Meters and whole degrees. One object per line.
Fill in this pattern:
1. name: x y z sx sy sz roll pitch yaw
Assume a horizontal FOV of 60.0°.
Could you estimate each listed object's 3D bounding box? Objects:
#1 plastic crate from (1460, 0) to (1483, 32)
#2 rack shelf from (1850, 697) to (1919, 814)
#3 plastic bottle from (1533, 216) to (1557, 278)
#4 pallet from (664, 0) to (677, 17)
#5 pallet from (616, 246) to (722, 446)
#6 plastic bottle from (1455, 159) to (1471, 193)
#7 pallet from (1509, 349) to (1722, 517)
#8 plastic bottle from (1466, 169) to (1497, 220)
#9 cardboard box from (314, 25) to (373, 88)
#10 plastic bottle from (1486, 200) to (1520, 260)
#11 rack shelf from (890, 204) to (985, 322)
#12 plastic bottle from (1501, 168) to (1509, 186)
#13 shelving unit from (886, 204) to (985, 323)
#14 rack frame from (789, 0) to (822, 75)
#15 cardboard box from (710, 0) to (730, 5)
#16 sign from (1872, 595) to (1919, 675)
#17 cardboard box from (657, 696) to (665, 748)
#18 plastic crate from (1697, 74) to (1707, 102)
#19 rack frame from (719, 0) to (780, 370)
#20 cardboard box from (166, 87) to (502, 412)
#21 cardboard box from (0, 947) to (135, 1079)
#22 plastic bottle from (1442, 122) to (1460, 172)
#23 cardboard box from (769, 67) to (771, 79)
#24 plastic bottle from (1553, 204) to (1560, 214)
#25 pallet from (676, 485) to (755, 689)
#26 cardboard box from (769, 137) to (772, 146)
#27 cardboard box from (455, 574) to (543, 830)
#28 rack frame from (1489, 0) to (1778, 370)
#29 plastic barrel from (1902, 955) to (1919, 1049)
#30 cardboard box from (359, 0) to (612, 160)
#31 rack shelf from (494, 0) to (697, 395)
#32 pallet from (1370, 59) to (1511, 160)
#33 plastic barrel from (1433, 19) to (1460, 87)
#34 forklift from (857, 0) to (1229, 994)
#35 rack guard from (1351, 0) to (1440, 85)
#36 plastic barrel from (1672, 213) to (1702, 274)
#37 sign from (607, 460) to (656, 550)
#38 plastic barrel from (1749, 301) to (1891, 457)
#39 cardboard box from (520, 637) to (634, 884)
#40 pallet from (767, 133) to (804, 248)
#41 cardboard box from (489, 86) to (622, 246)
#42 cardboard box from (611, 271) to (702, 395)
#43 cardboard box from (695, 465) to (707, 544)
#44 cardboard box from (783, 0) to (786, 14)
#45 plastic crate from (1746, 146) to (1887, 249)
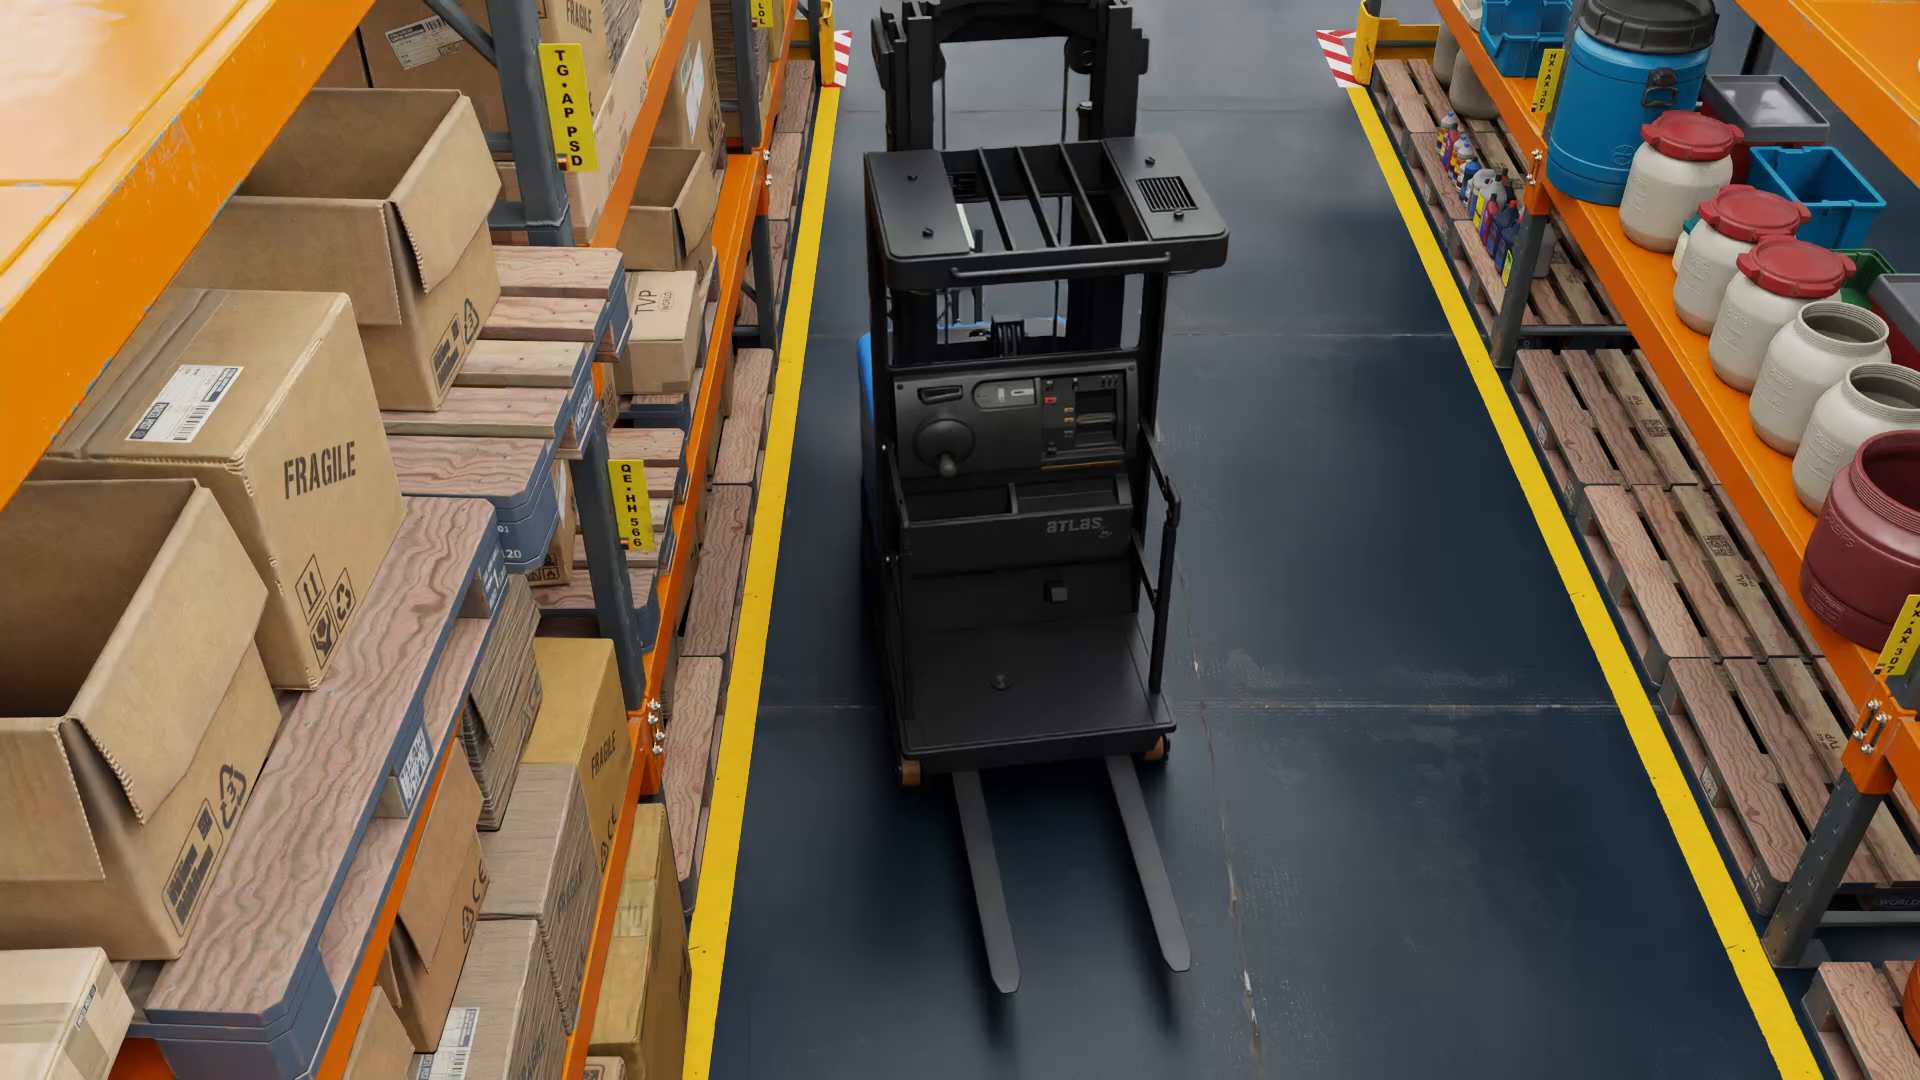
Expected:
1. plastic crate: 3.193 -3.061 9.628 0.530 0.136 0.437 0 39 0
2. rack shelf: 3.455 1.884 3.821 1.077 0.370 4.000 0 39 0
3. plastic bottle: 3.303 -1.690 9.472 0.144 0.351 0.185 0 39 0
4. pallet: -1.606 -2.208 6.104 1.213 0.211 1.003 0 39 0
5. pallet: -1.543 -0.807 6.757 1.003 0.211 1.213 0 39 0
6. plastic bottle: 3.135 -2.257 10.299 0.097 0.201 0.097 0 39 0
7. pallet: 3.488 -0.570 8.538 1.003 0.211 1.213 0 39 0
8. plastic bottle: 3.162 -2.084 10.024 0.152 0.276 0.135 1 39 1
9. cardboard box: -1.751 -1.347 4.399 0.500 0.500 0.500 1 39 1
10. plastic bottle: 3.159 -1.810 9.621 0.144 0.351 0.185 -2 39 -2
11. rack shelf: -0.153 -1.300 7.794 0.431 0.370 0.720 -5 39 -7
12. plastic bottle: 3.269 -2.087 10.022 0.061 0.283 0.133 0 39 0
13. shelving unit: -0.153 -0.996 8.038 0.431 1.500 0.755 -5 39 -7
14. rack frame: -1.509 -4.647 11.395 1.000 3.000 0.127 0 39 0
15. cardboard box: -1.251 -2.972 8.189 0.500 0.500 0.500 0 39 0
16. sign: 2.903 0.293 5.100 0.100 0.325 0.005 0 39 0
17. cardboard box: -1.521 0.741 6.320 0.700 0.500 0.500 -2 39 -2
18. plastic crate: 3.575 -2.452 8.707 0.767 0.338 0.504 0 39 0
19. rack frame: -1.505 -2.145 8.274 1.000 3.000 0.127 0 39 0
20. cardboard box: -1.427 -0.637 3.575 0.797 0.503 0.637 2 39 3
21. cardboard box: -1.347 0.690 2.203 0.380 0.149 0.250 -2 39 -2
22. plastic bottle: 3.116 -2.487 10.520 0.061 0.283 0.133 1 39 1
23. cardboard box: -1.219 -2.495 8.911 0.380 0.149 0.250 0 39 0
24. plastic bottle: 3.713 -2.131 10.082 0.152 0.276 0.135 0 39 0
25. pallet: -1.498 0.194 7.584 1.003 0.211 1.213 0 39 0
26. cardboard box: -1.509 -2.679 10.604 0.500 0.500 0.500 3 39 4
27. cardboard box: -1.515 0.383 4.237 0.797 0.503 0.637 1 39 1
28. rack frame: 3.448 -2.149 8.279 1.000 3.000 0.127 0 39 0
29. plastic barrel: 3.470 1.341 5.323 0.600 0.830 0.708 0 39 0
30. cardboard box: -1.243 -1.343 4.394 0.500 0.500 0.500 0 39 0
31. rack shelf: -1.502 -1.785 6.000 1.077 0.370 4.000 0 39 0
32. pallet: 3.486 -3.007 11.579 1.003 0.211 1.213 0 39 0
33. plastic barrel: 3.521 -3.432 11.533 0.421 0.512 0.421 0 39 0
34. forklift: 0.250 -0.382 6.129 1.130 2.935 3.031 -5 39 -7
35. rack guard: 3.491 -3.628 12.122 1.175 0.500 0.348 0 39 0
36. plastic barrel: 3.296 -1.267 7.289 0.301 0.262 0.301 0 39 0
37. sign: -0.945 -0.098 4.794 0.100 0.325 0.005 0 39 0
38. plastic barrel: 3.238 -0.598 6.253 0.421 0.512 0.421 0 39 0
39. cardboard box: -1.252 0.625 4.737 0.500 0.500 0.500 1 39 1
40. pallet: -1.545 -2.242 10.625 1.003 0.211 1.213 0 39 0
41. cardboard box: -1.246 -1.050 4.629 0.500 0.250 0.500 1 39 1
42. cardboard box: -1.272 -0.798 6.376 0.500 0.250 0.500 -1 39 -1
43. cardboard box: -1.543 -0.310 7.630 0.700 0.500 0.500 -3 39 -4
44. cardboard box: -1.219 -3.120 9.691 0.380 0.149 0.250 0 39 0
45. plastic crate: 3.761 -1.453 7.423 0.392 0.384 0.575 0 39 0
